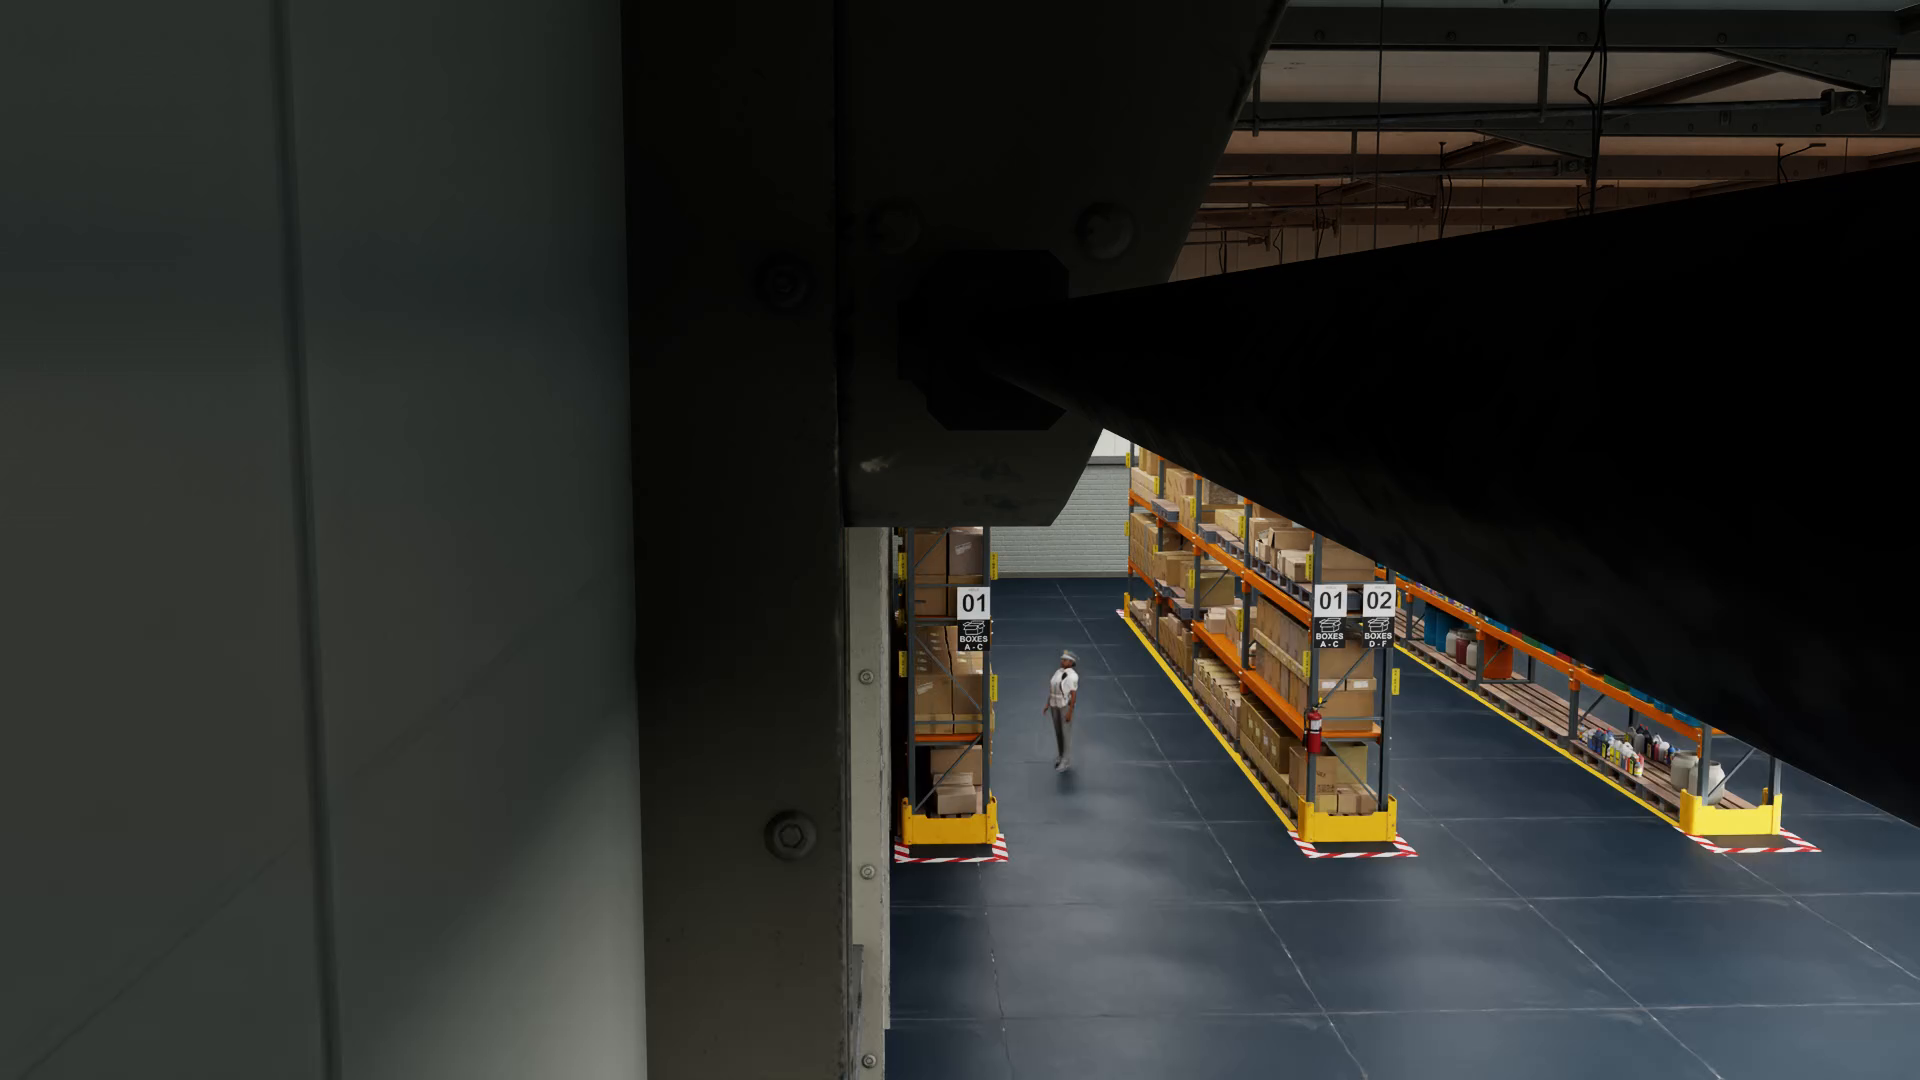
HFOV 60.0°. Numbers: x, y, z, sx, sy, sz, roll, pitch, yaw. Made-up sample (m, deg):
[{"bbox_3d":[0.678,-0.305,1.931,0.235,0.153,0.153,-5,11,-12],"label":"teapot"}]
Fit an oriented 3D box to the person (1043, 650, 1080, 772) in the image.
[{"bbox_3d":[1.464,2.438,23.977,0.472,1.706,0.581,7,10,42],"label":"person"}]
